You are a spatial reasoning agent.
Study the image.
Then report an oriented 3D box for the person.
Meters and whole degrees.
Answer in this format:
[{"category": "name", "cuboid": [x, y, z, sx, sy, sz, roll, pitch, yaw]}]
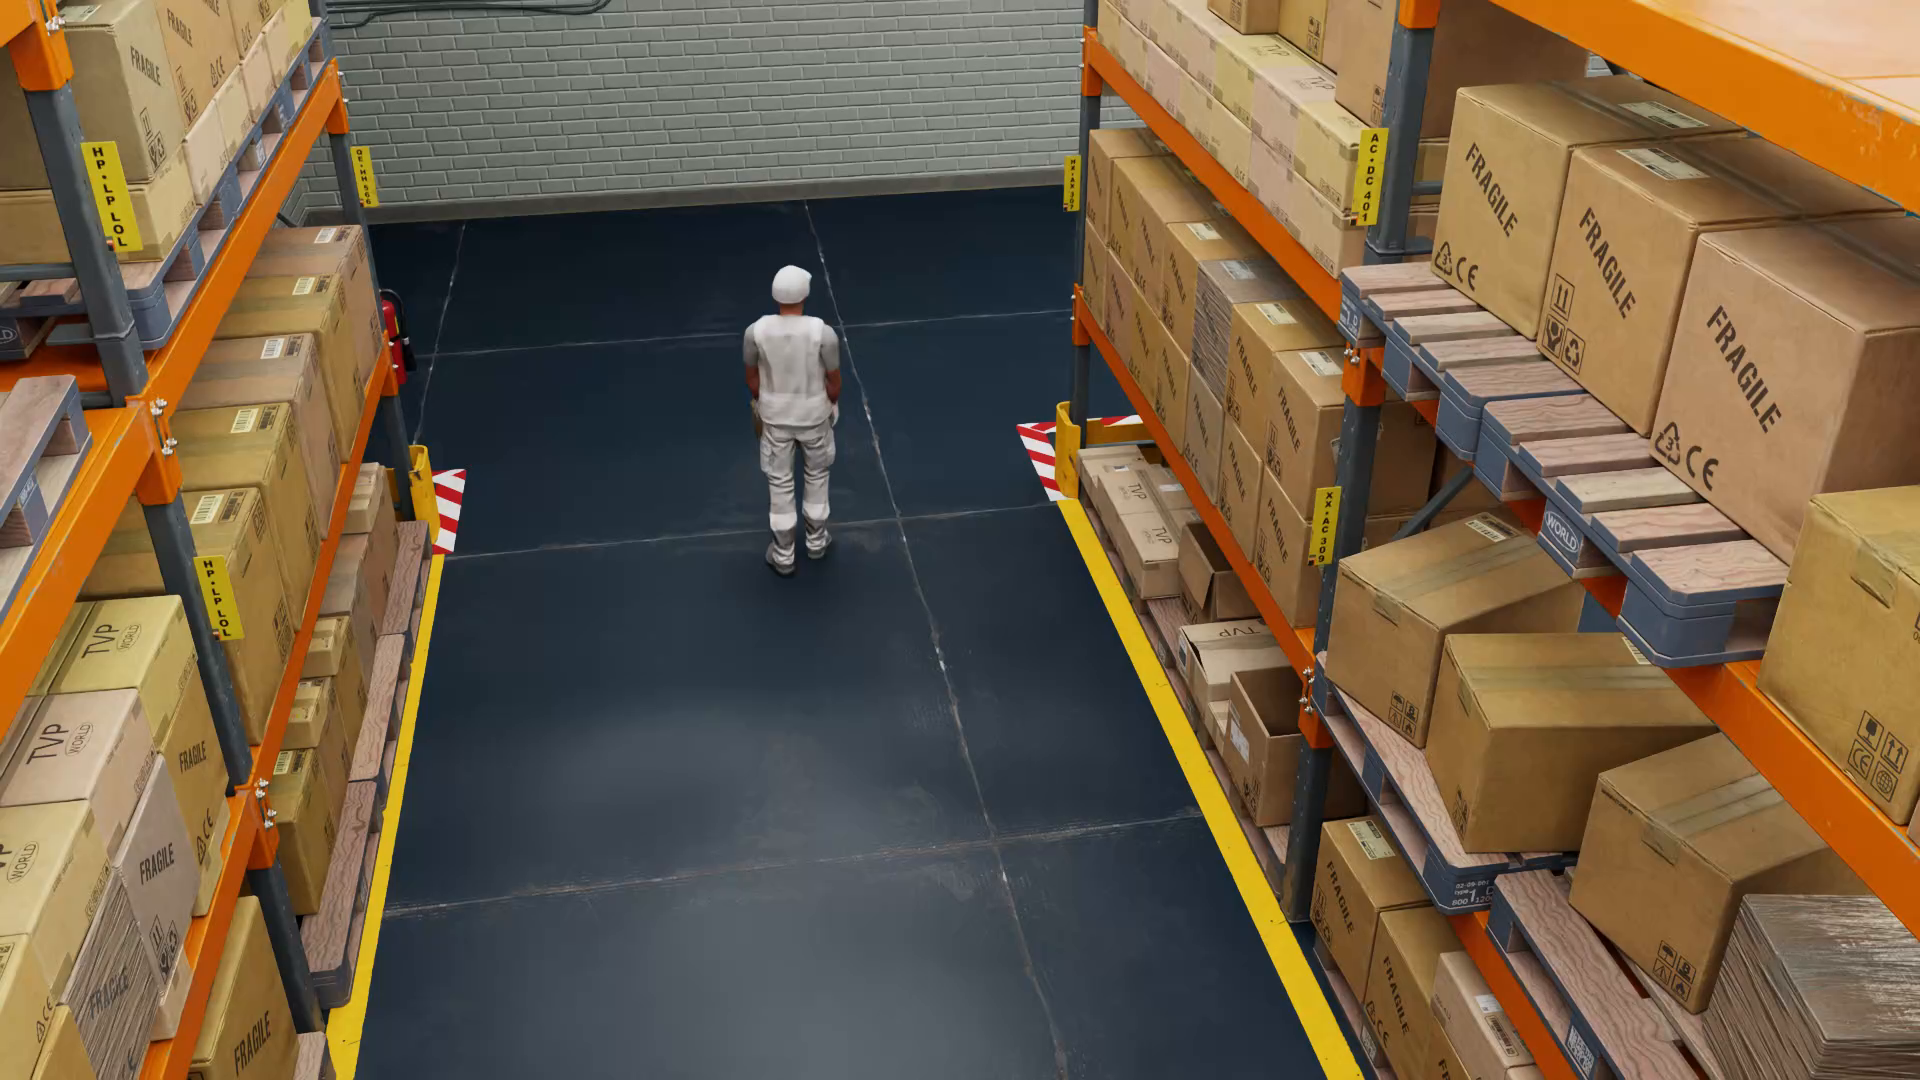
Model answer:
[{"category": "person", "cuboid": [-0.917, -0.676, 9.267, 0.536, 1.788, 0.506, 1, 30, 1]}]
